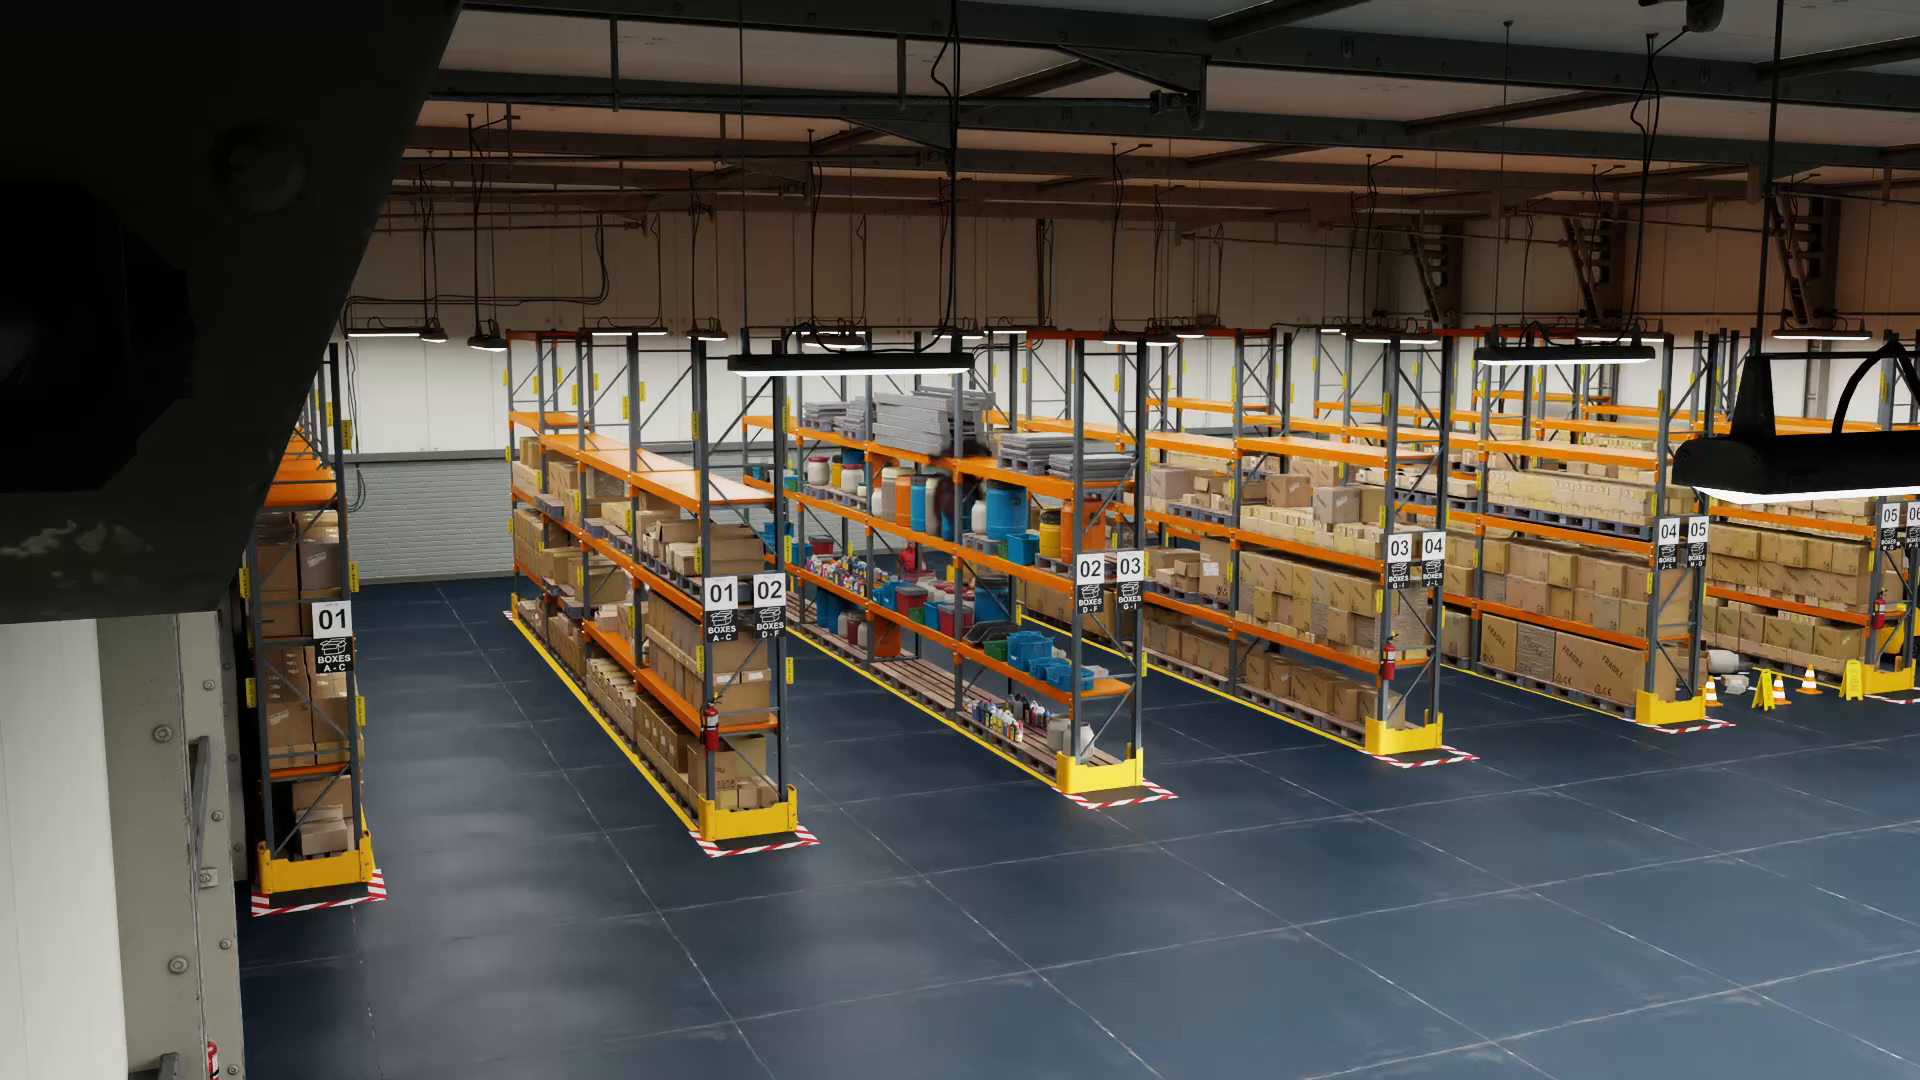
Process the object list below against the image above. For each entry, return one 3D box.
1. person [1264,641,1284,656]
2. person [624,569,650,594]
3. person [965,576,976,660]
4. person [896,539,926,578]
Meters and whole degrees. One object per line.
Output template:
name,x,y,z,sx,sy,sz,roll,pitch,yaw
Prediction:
person,5.715,1.482,29.686,0.557,1.816,0.939,-3,8,-22
person,-6.402,1.074,32.680,0.608,1.644,0.946,-3,8,-22
person,0.272,1.439,29.952,0.451,1.587,1.013,-4,9,-26
person,-0.998,0.778,34.763,0.571,1.676,1.072,-4,9,-26
